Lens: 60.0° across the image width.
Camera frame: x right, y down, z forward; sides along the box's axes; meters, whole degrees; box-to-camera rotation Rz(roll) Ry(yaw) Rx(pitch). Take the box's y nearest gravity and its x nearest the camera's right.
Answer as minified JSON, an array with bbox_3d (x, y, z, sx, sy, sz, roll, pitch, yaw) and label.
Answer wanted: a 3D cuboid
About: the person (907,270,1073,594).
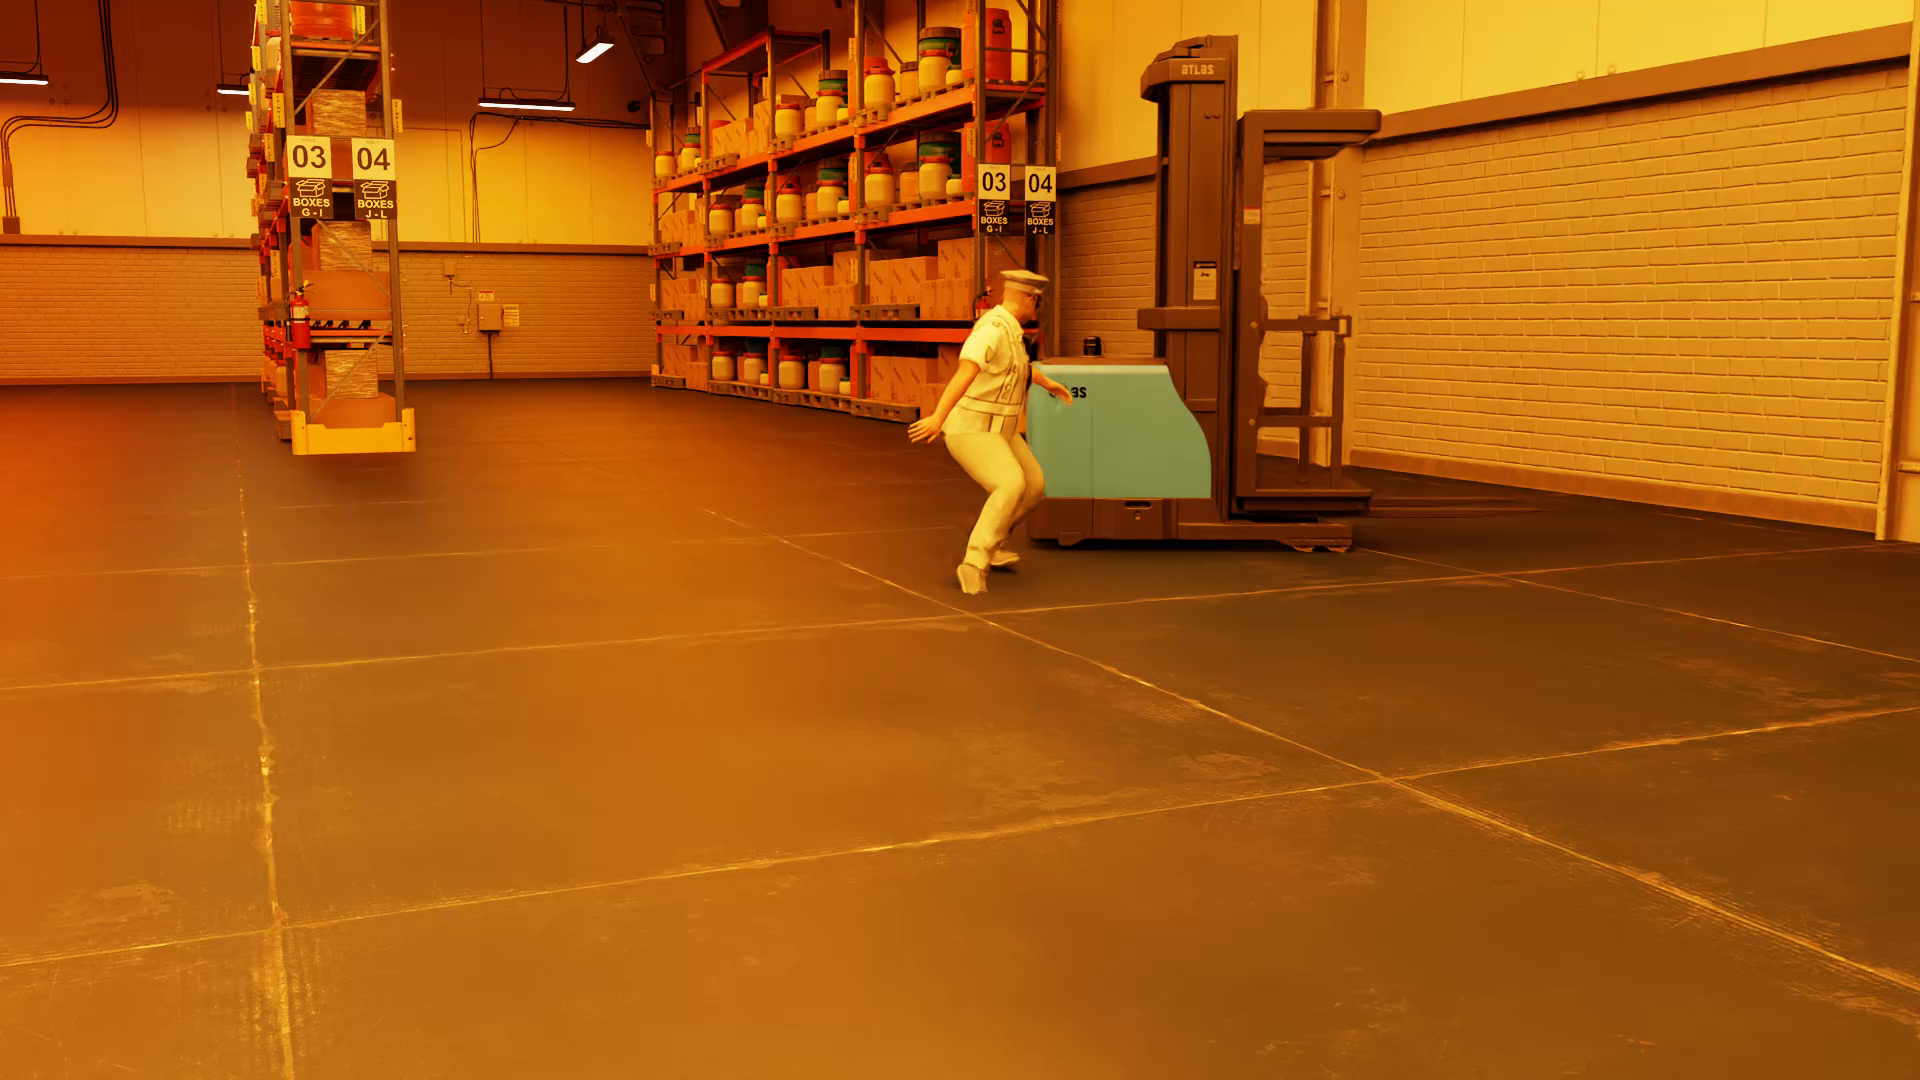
[{"bbox_3d":[0.177,-0.512,8.471,0.586,1.710,1.063,2,8,18],"label":"person"}]

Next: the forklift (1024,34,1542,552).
[{"bbox_3d":[1.914,-1.453,9.962,3.031,2.935,1.130,0,8,1],"label":"forklift"}]
